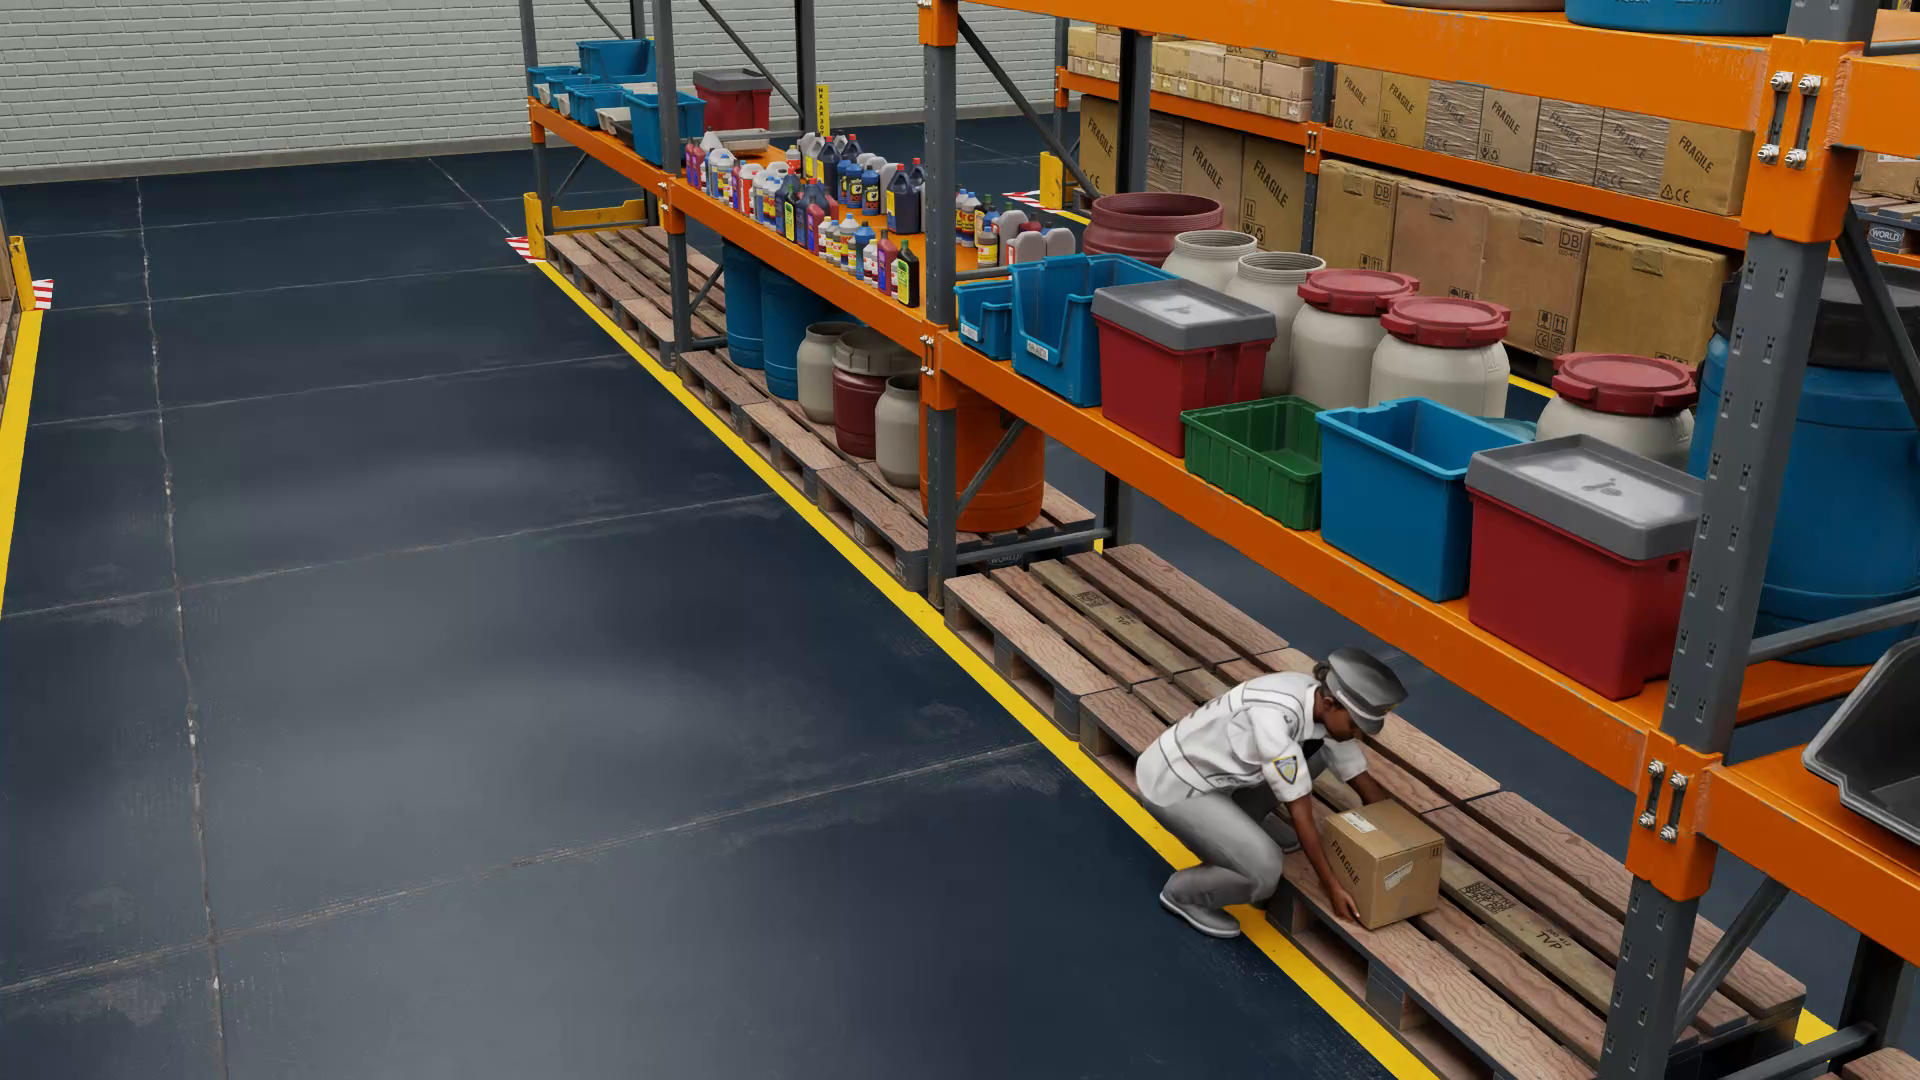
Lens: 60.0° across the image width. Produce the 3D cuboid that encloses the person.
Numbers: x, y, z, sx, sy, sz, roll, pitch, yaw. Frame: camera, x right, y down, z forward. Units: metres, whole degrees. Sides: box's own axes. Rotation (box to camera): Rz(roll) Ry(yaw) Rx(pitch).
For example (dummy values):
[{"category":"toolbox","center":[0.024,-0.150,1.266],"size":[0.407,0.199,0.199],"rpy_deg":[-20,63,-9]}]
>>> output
[{"category":"person","center":[0.999,0.771,5.126],"size":[0.936,0.985,0.468],"rpy_deg":[17,28,35]}]
